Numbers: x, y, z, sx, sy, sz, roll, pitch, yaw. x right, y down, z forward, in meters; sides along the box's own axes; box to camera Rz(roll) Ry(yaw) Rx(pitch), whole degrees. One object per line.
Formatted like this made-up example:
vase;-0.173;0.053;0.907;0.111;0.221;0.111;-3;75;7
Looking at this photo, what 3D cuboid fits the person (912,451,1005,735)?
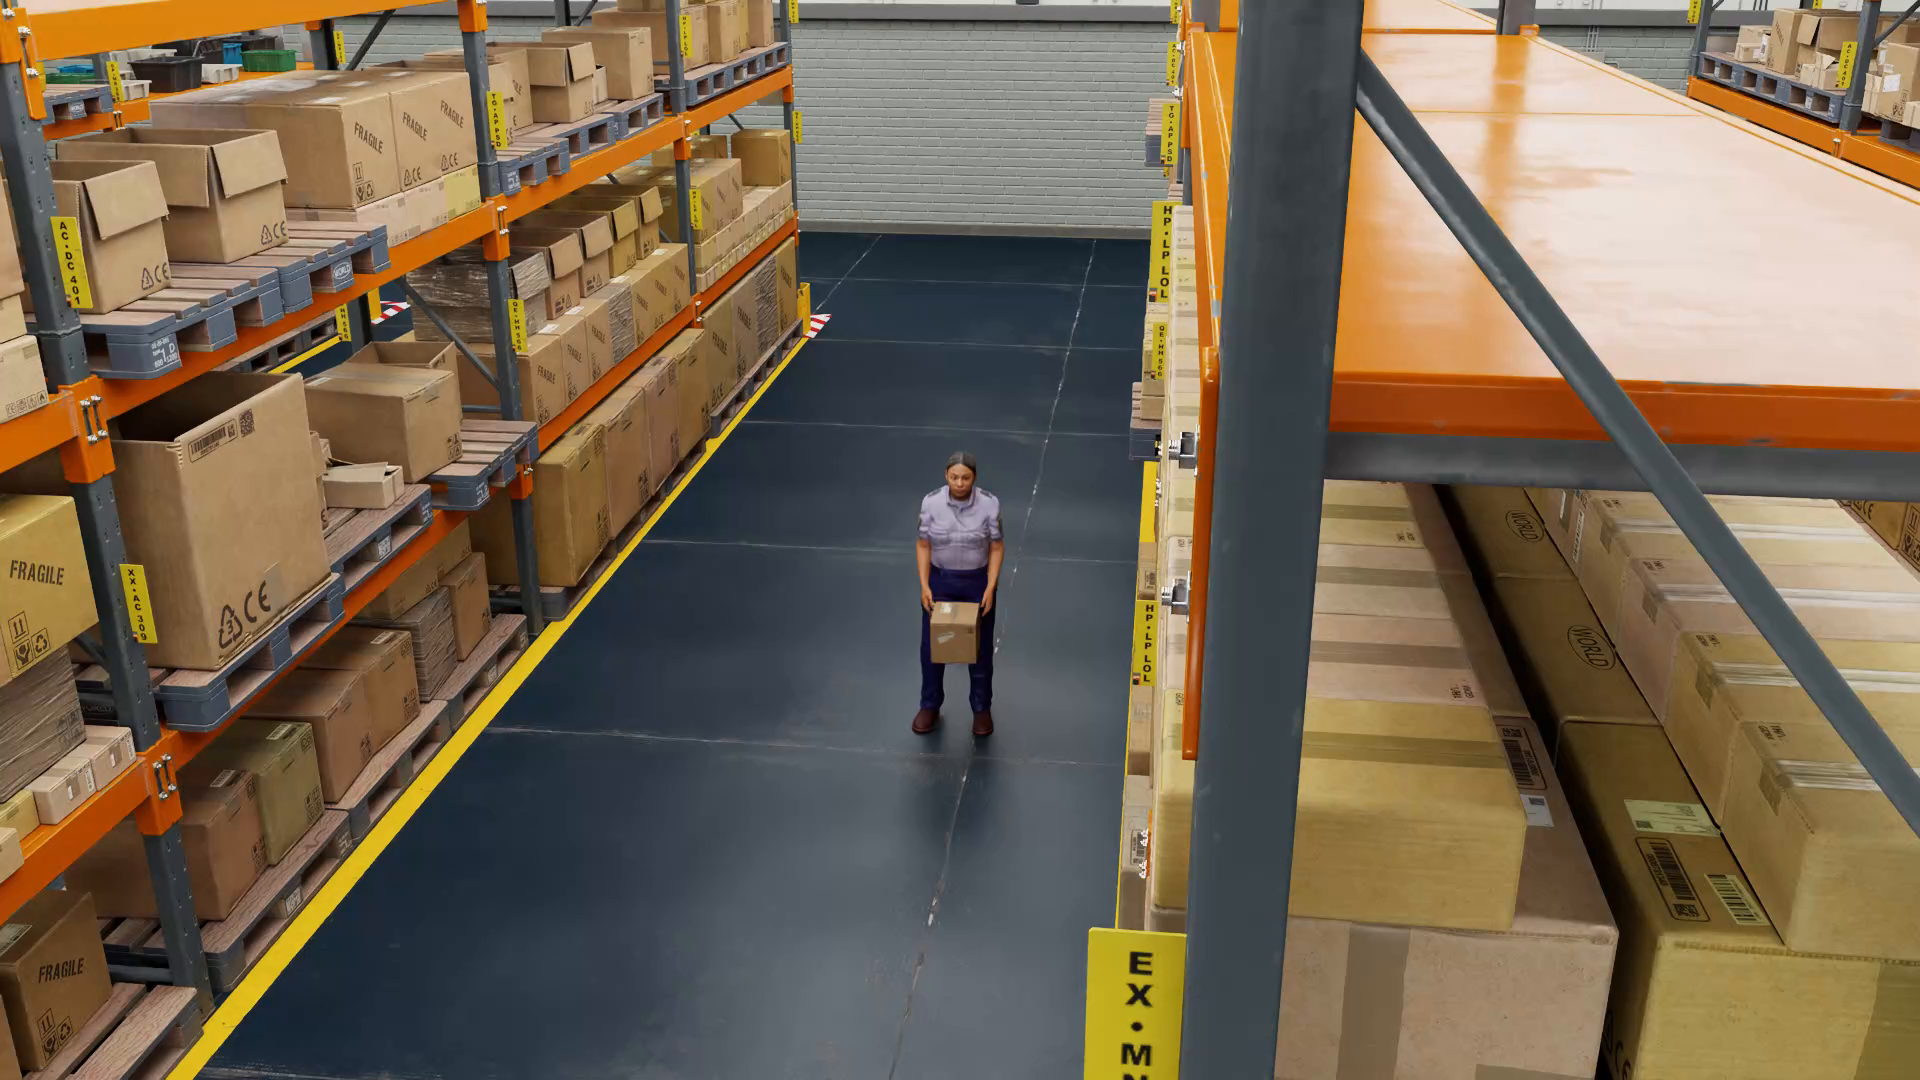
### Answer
person;-0.010;0.285;9.358;0.516;1.656;0.384;2;21;5
